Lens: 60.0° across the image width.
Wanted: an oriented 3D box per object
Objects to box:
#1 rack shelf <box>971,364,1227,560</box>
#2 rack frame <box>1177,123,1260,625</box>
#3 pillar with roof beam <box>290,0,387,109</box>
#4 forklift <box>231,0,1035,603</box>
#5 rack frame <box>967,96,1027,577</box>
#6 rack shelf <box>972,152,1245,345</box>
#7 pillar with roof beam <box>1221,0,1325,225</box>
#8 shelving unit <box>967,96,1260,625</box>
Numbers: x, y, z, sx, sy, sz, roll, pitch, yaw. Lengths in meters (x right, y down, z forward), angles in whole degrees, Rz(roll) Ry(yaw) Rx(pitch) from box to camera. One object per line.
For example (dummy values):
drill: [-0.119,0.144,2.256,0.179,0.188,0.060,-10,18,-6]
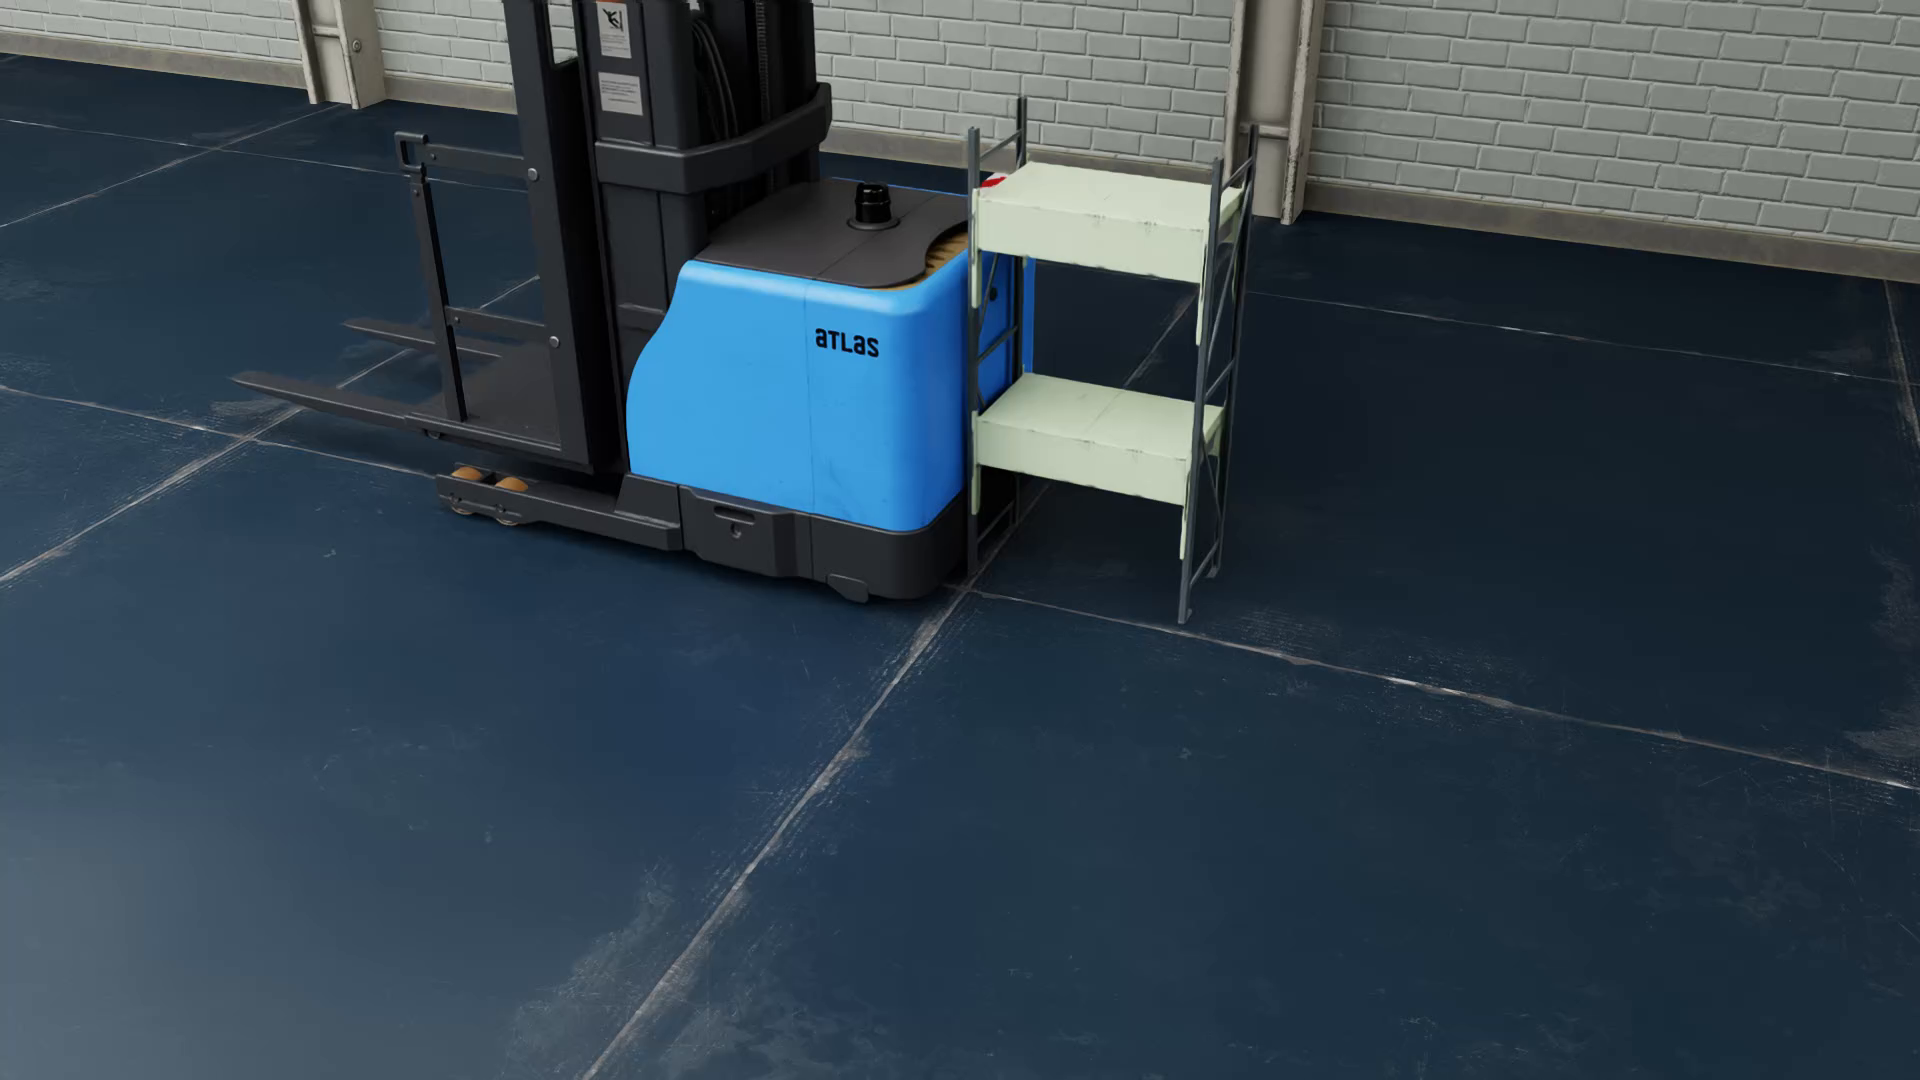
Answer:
rack shelf: [0.449,-0.264,5.355,0.720,0.370,0.431,13,32,21]
rack frame: [0.783,-0.473,5.063,0.023,1.500,0.400,13,32,21]
pillar with roof beam: [-5.582,-4.810,5.115,0.400,9.000,9.100,11,31,19]
forklift: [-1.293,-1.548,5.510,3.031,2.935,1.130,13,32,21]
rack frame: [0.115,-0.621,5.325,0.023,1.500,0.400,13,32,21]
rack shelf: [0.449,-0.887,5.002,0.720,0.370,0.431,13,32,21]
pillar with roof beam: [-0.022,-3.700,3.151,0.400,9.000,9.100,11,31,19]
shelving unit: [0.449,-0.547,5.194,0.755,1.500,0.431,13,32,21]
